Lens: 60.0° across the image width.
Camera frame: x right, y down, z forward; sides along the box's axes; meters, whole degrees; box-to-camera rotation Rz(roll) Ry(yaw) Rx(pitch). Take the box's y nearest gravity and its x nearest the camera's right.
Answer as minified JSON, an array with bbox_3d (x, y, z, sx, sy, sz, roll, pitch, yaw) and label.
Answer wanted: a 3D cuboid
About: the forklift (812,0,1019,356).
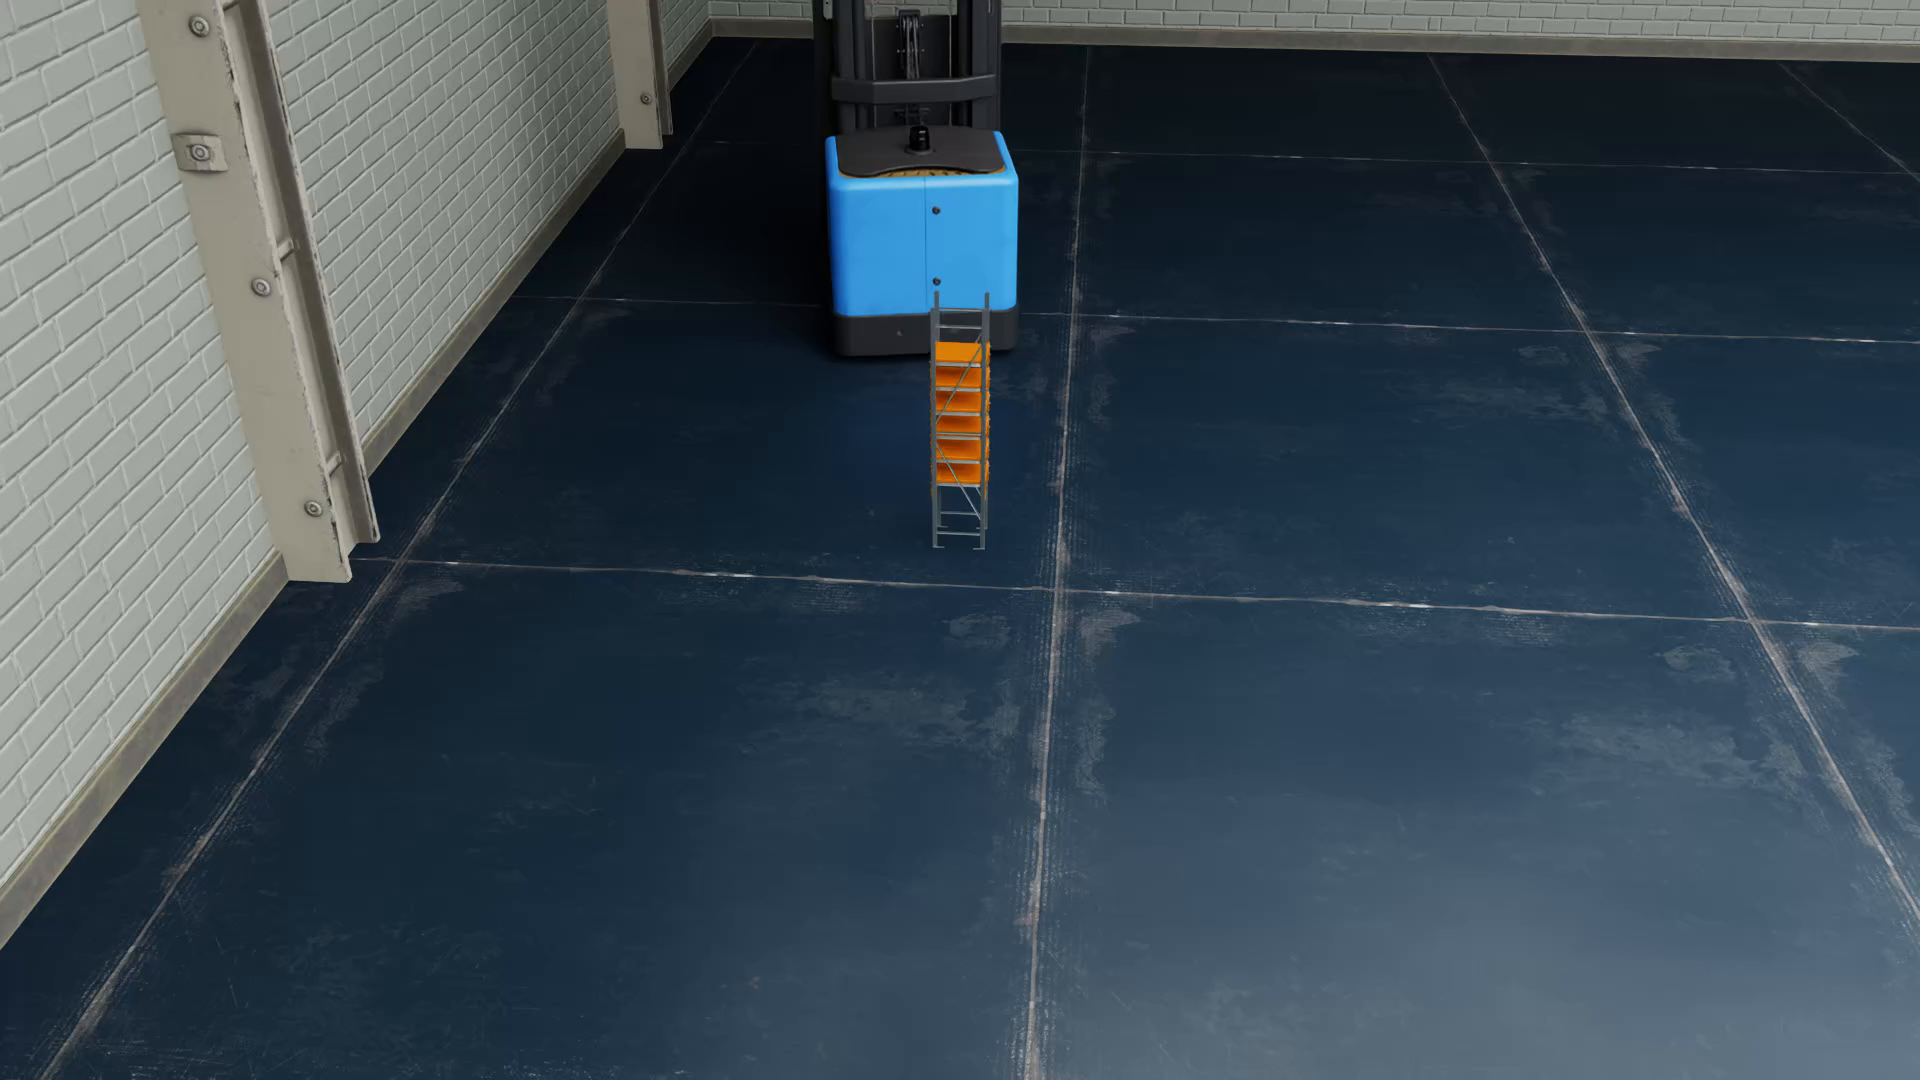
[{"bbox_3d":[-0.329,-3.022,9.860,1.130,2.935,3.031,-3,32,-5],"label":"forklift"}]

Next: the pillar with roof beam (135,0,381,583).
[{"bbox_3d":[1.414,-3.566,4.959,9.100,9.000,0.400,2,32,4],"label":"pillar with roof beam"}]

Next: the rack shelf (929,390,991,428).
[{"bbox_3d":[0.001,-0.583,7.408,0.258,0.103,0.180,2,32,4],"label":"rack shelf"}]

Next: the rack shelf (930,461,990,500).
[{"bbox_3d":[0.001,-0.276,7.597,0.258,0.103,0.180,2,32,4],"label":"rack shelf"}]

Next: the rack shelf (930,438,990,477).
[{"bbox_3d":[0.001,-0.378,7.534,0.258,0.103,0.180,2,32,4],"label":"rack shelf"}]

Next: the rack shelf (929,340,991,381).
[{"bbox_3d":[0.001,-0.787,7.282,0.258,0.103,0.180,2,32,4],"label":"rack shelf"}]

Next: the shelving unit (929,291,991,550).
[{"bbox_3d":[0.001,-0.518,7.447,0.258,1.200,0.189,2,32,4],"label":"shelving unit"}]

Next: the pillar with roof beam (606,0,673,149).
[{"bbox_3d":[1.903,-6.703,10.050,9.100,9.000,0.400,2,32,4],"label":"pillar with roof beam"}]

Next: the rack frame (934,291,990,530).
[{"bbox_3d":[0.009,-0.566,7.525,0.240,1.200,0.006,2,32,4],"label":"rack frame"}]

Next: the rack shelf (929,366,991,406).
[{"bbox_3d":[0.001,-0.685,7.345,0.258,0.103,0.180,2,32,4],"label":"rack shelf"}]

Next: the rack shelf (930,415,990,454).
[{"bbox_3d":[0.001,-0.481,7.471,0.258,0.103,0.180,2,32,4],"label":"rack shelf"}]

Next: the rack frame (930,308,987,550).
[{"bbox_3d":[-0.006,-0.471,7.370,0.240,1.200,0.006,2,32,4],"label":"rack frame"}]
